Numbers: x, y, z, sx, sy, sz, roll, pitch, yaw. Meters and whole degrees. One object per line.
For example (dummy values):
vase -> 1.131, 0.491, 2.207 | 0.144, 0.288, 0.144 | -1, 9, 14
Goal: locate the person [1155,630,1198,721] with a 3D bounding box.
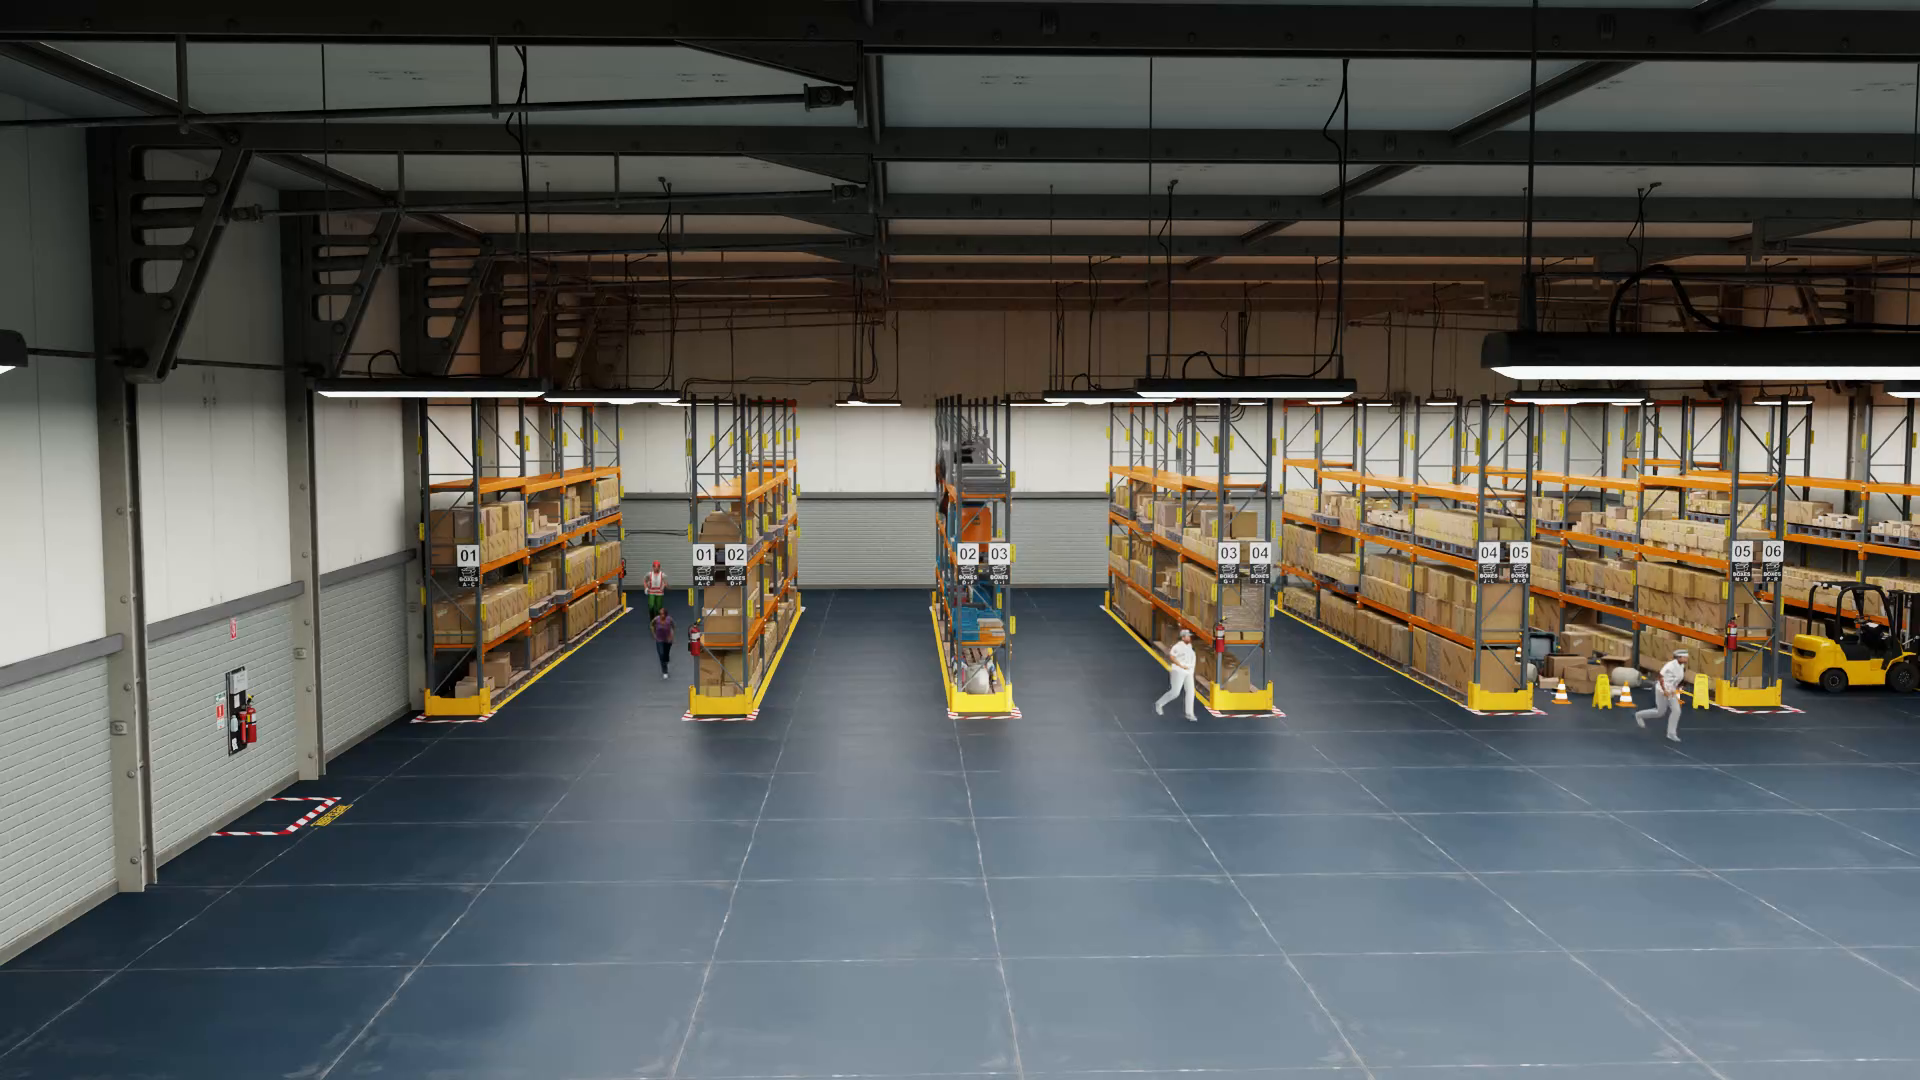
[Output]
person -> 4.135, 2.479, 30.792 | 0.692, 1.635, 0.920 | -4, 6, -42

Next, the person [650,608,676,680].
person -> -6.333, 2.189, 35.559 | 0.557, 1.535, 0.894 | 0, 5, -3

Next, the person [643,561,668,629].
person -> -7.903, 1.437, 43.206 | 0.634, 1.773, 0.674 | -1, 5, -12

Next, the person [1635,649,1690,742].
person -> 12.241, 2.670, 28.982 | 0.909, 1.631, 0.583 | 4, 6, 45

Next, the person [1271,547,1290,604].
person -> 9.476, 1.034, 48.742 | 0.674, 1.792, 0.747 | 0, 5, 3
